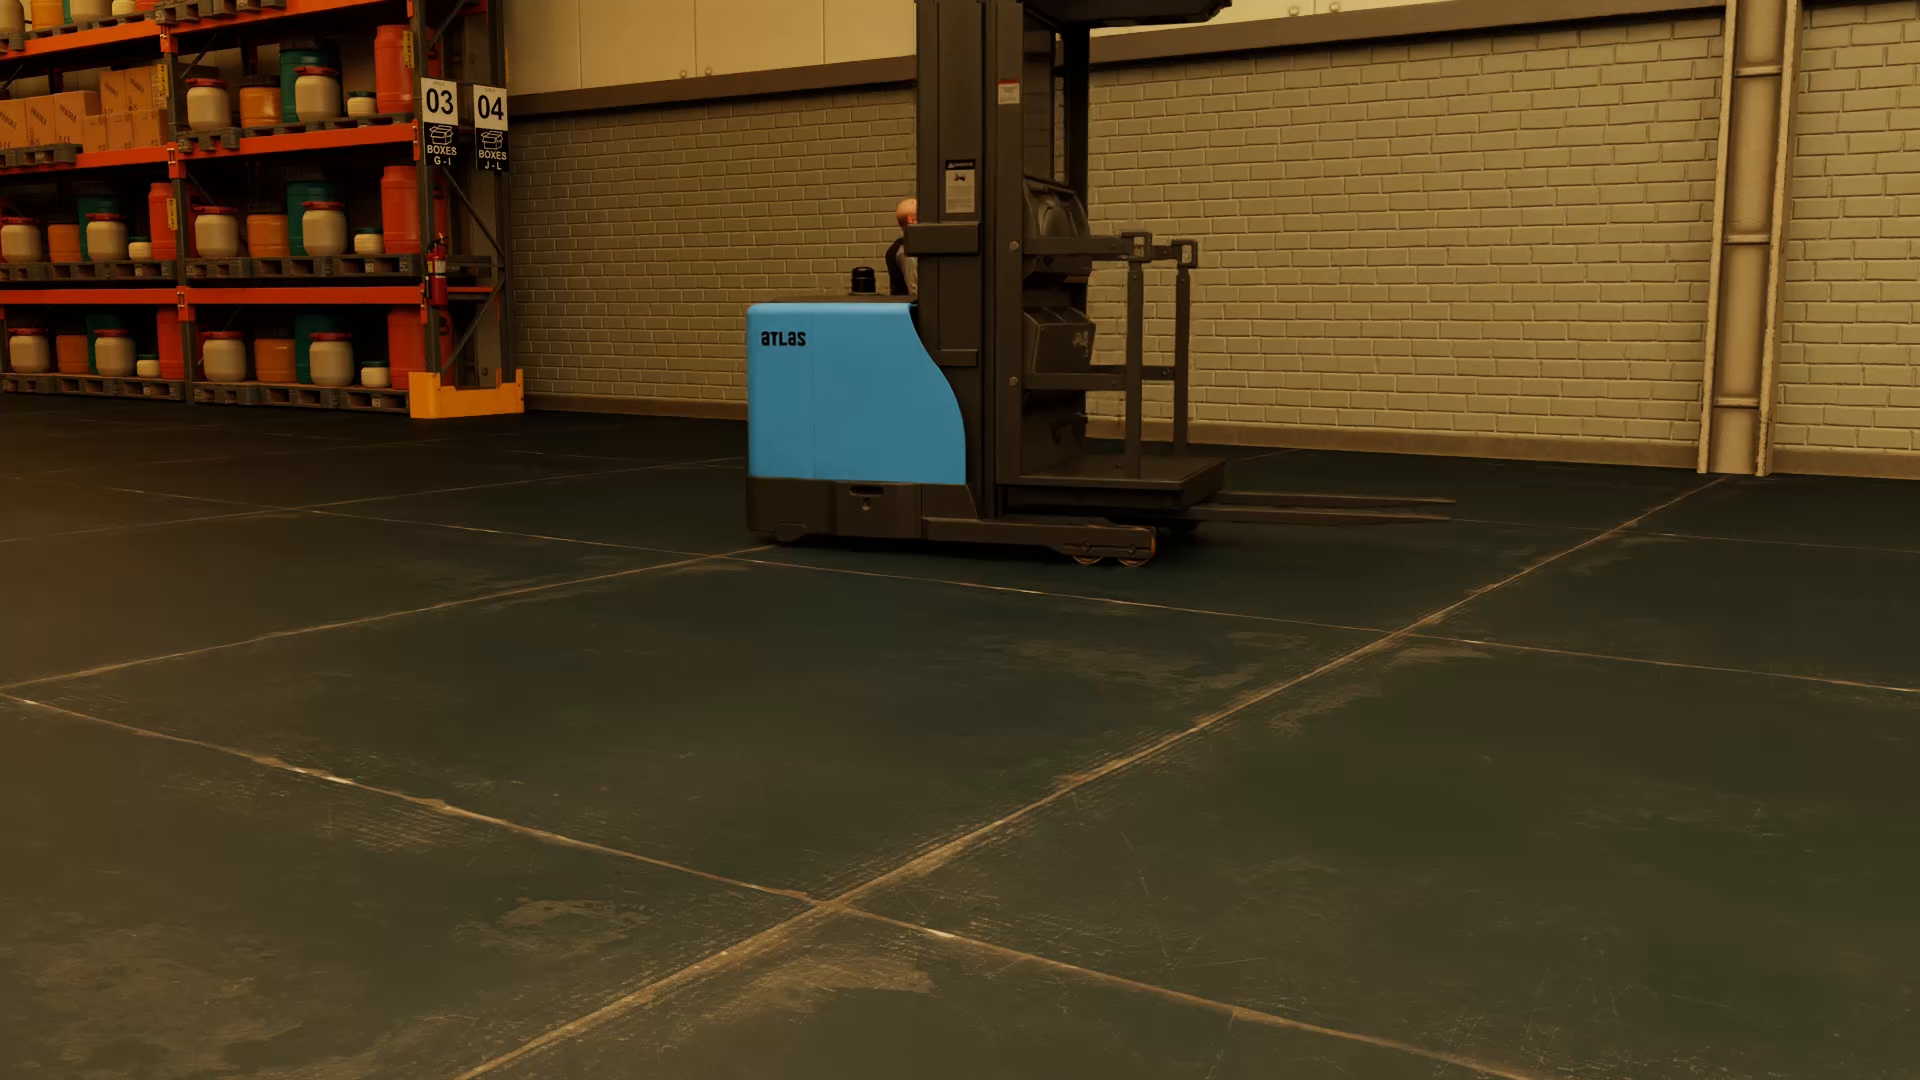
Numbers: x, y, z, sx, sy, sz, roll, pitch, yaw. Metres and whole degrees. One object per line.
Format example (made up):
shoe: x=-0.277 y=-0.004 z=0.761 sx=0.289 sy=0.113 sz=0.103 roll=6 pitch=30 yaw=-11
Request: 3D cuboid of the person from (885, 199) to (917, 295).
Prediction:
person: x=-0.280 y=-1.302 z=10.641 sx=0.360 sy=1.725 sz=0.530 roll=-2 pitch=8 yaw=-15

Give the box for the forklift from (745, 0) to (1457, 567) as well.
forklift: x=0.614 y=-1.424 z=7.208 sx=3.031 sy=2.935 sz=1.130 roll=3 pitch=9 yaw=19
